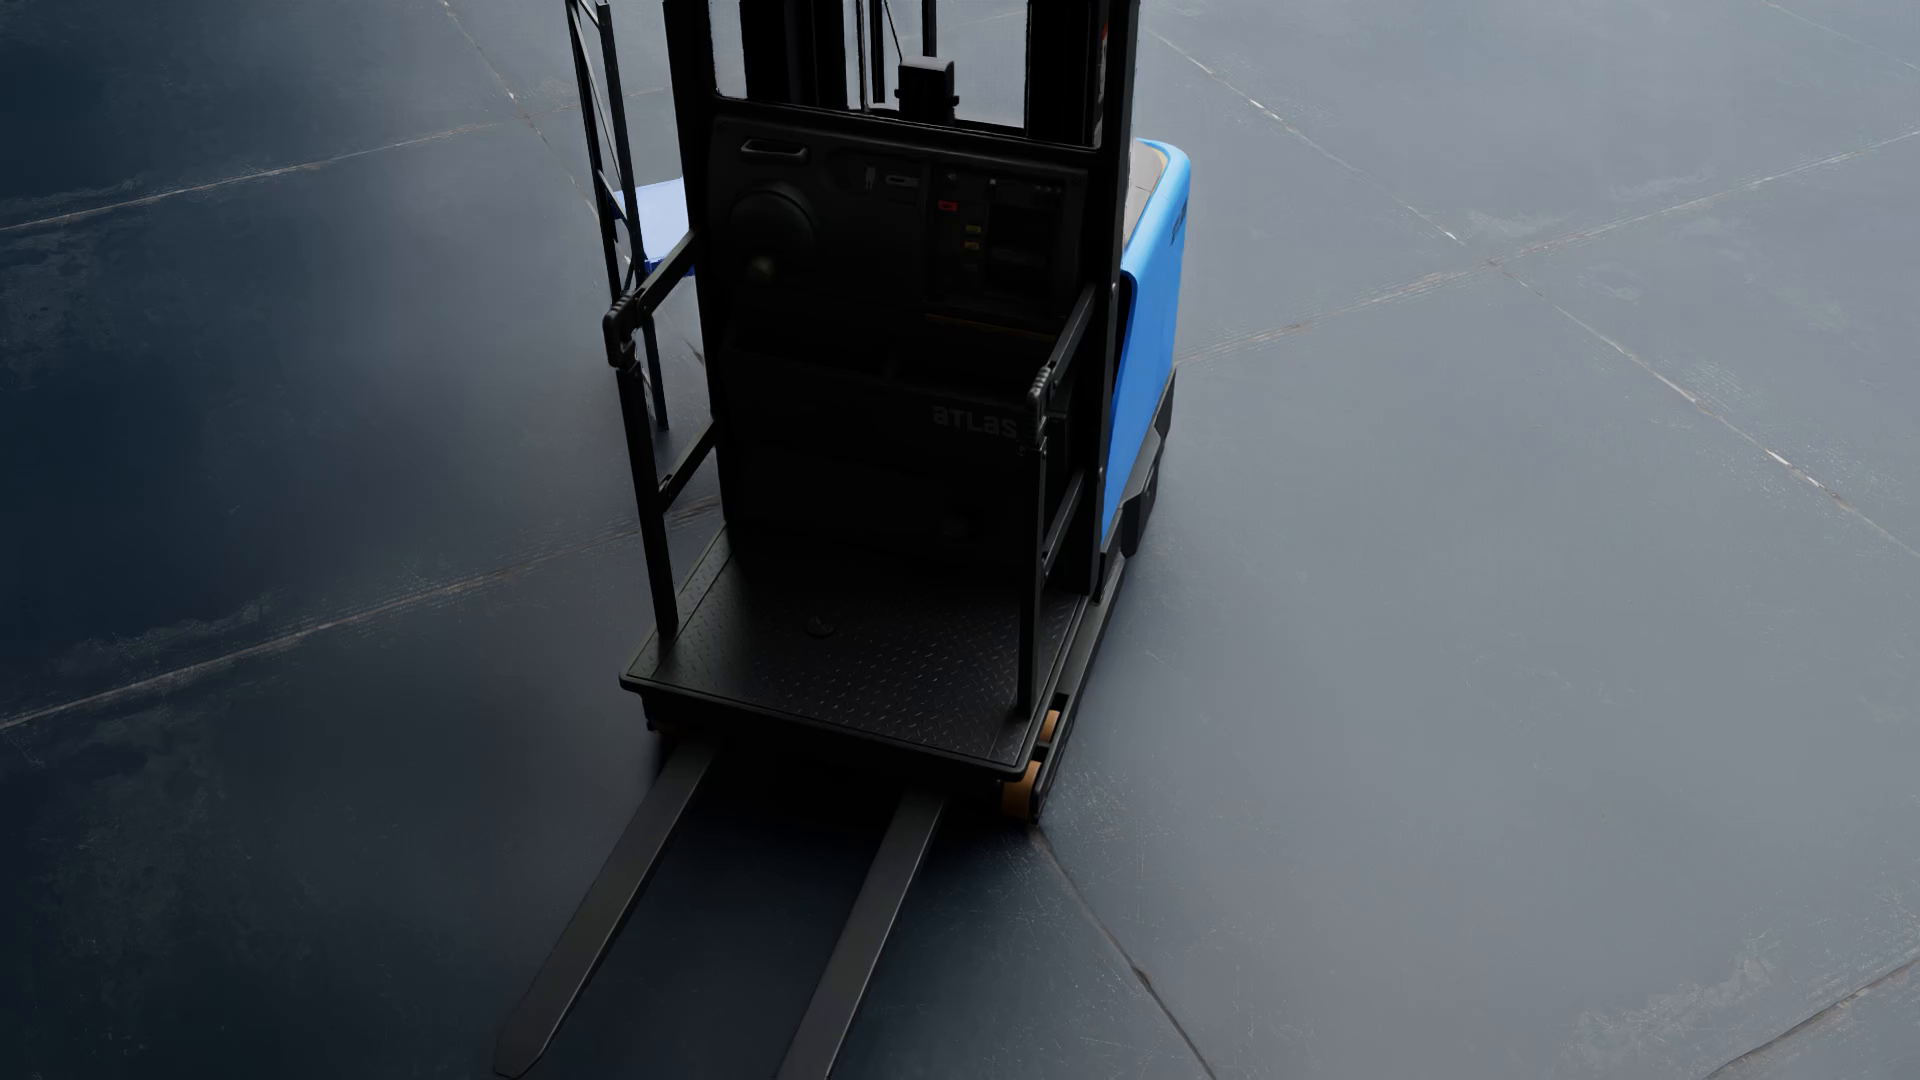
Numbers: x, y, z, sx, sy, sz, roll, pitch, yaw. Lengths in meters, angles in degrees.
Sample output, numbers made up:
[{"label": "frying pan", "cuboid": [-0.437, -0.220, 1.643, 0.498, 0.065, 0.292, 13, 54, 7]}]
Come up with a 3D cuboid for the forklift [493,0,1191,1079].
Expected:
[{"label": "forklift", "cuboid": [-0.224, -0.676, 3.781, 1.130, 2.935, 3.031, 12, 42, 13]}]

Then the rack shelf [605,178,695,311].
[{"label": "rack shelf", "cuboid": [-0.652, -1.094, 5.661, 1.000, 0.185, 0.538, -16, 43, -18]}]

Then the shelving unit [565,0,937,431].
[{"label": "shelving unit", "cuboid": [-0.652, -1.232, 5.544, 1.048, 1.500, 0.538, -16, 43, -18]}]

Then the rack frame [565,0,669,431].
[{"label": "rack frame", "cuboid": [-1.114, -1.096, 5.384, 0.032, 1.500, 0.500, -16, 43, -18]}]

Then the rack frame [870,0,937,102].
[{"label": "rack frame", "cuboid": [-0.189, -1.368, 5.705, 0.032, 1.500, 0.500, -16, 43, -18]}]
